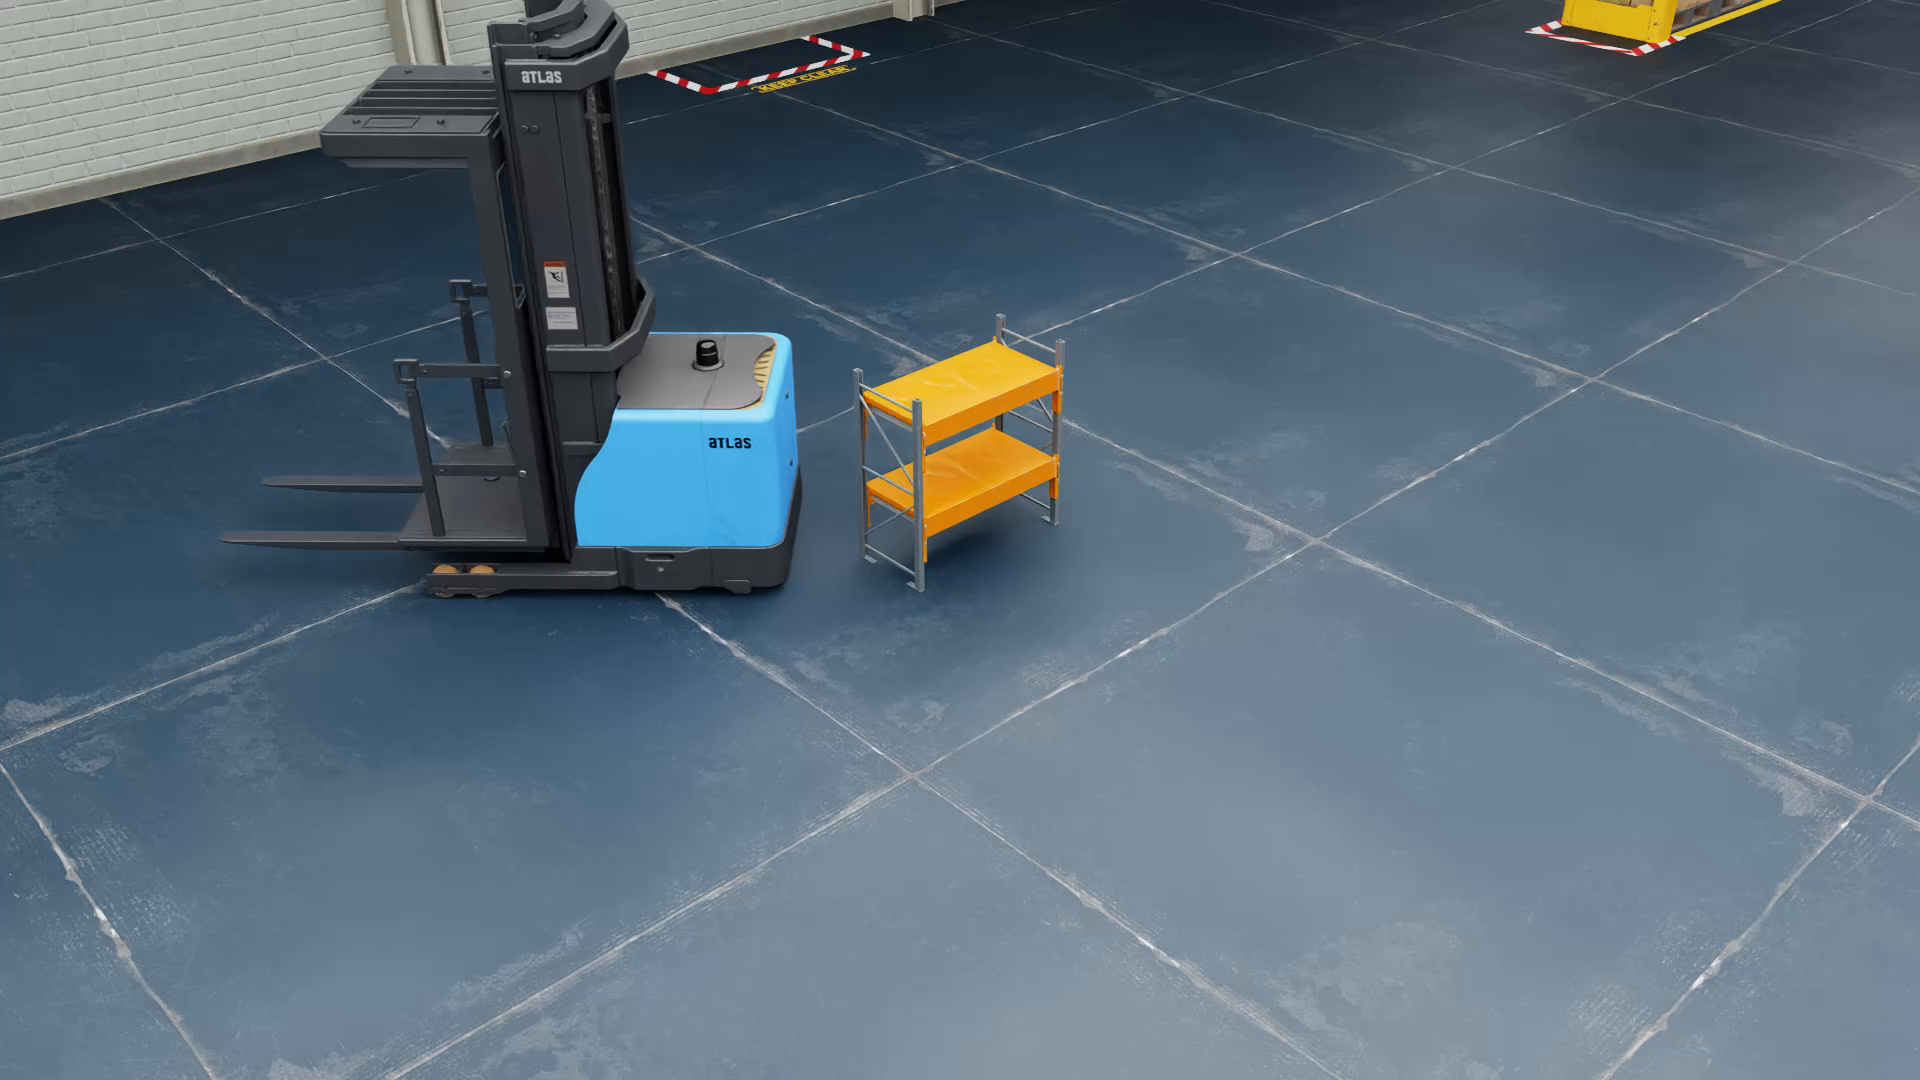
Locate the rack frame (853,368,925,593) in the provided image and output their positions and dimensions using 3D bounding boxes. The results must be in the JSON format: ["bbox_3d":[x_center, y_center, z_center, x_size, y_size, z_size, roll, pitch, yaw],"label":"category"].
[{"bbox_3d":[-0.368,-0.302,8.666,0.032,1.125,0.500,-26,40,-35],"label":"rack frame"}]

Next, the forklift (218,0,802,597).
[{"bbox_3d":[-2.422,-1.225,8.443,3.031,2.935,1.130,0,31,1],"label":"forklift"}]

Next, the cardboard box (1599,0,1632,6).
[{"bbox_3d":[7.500,-6.268,18.858,0.500,0.250,0.500,-26,40,-35],"label":"cardboard box"}]

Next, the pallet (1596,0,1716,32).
[{"bbox_3d":[7.840,-6.056,18.951,1.213,0.211,1.003,-26,40,-35],"label":"pallet"}]

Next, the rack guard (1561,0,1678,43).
[{"bbox_3d":[7.290,-5.883,18.392,0.348,0.500,1.175,-26,40,-35],"label":"rack guard"}]

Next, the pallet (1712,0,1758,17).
[{"bbox_3d":[8.734,-6.487,19.655,1.213,0.211,1.003,-26,40,-35],"label":"pallet"}]

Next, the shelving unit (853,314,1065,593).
[{"bbox_3d":[0.005,-0.482,8.960,1.048,1.125,0.538,-26,40,-35],"label":"shelving unit"}]

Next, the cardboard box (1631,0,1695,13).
[{"bbox_3d":[7.852,-6.070,18.534,0.500,0.250,0.500,-26,40,-35],"label":"cardboard box"}]

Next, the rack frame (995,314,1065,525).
[{"bbox_3d":[0.378,-0.663,9.255,0.032,1.125,0.500,-26,40,-35],"label":"rack frame"}]

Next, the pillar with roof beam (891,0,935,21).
[{"bbox_3d":[2.389,-8.216,14.059,0.400,9.000,9.100,-26,40,-35],"label":"pillar with roof beam"}]

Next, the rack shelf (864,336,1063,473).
[{"bbox_3d":[0.005,-0.732,8.808,1.000,0.278,0.538,-26,40,-35],"label":"rack shelf"}]

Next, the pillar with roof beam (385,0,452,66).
[{"bbox_3d":[-2.010,-6.087,10.579,0.400,9.000,9.100,-26,40,-35],"label":"pillar with roof beam"}]

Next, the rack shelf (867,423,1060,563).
[{"bbox_3d":[0.005,-0.274,9.088,1.000,0.278,0.538,-26,40,-35],"label":"rack shelf"}]

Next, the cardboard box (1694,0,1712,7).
[{"bbox_3d":[8.216,-6.248,18.826,0.500,0.250,0.500,-26,40,-35],"label":"cardboard box"}]
